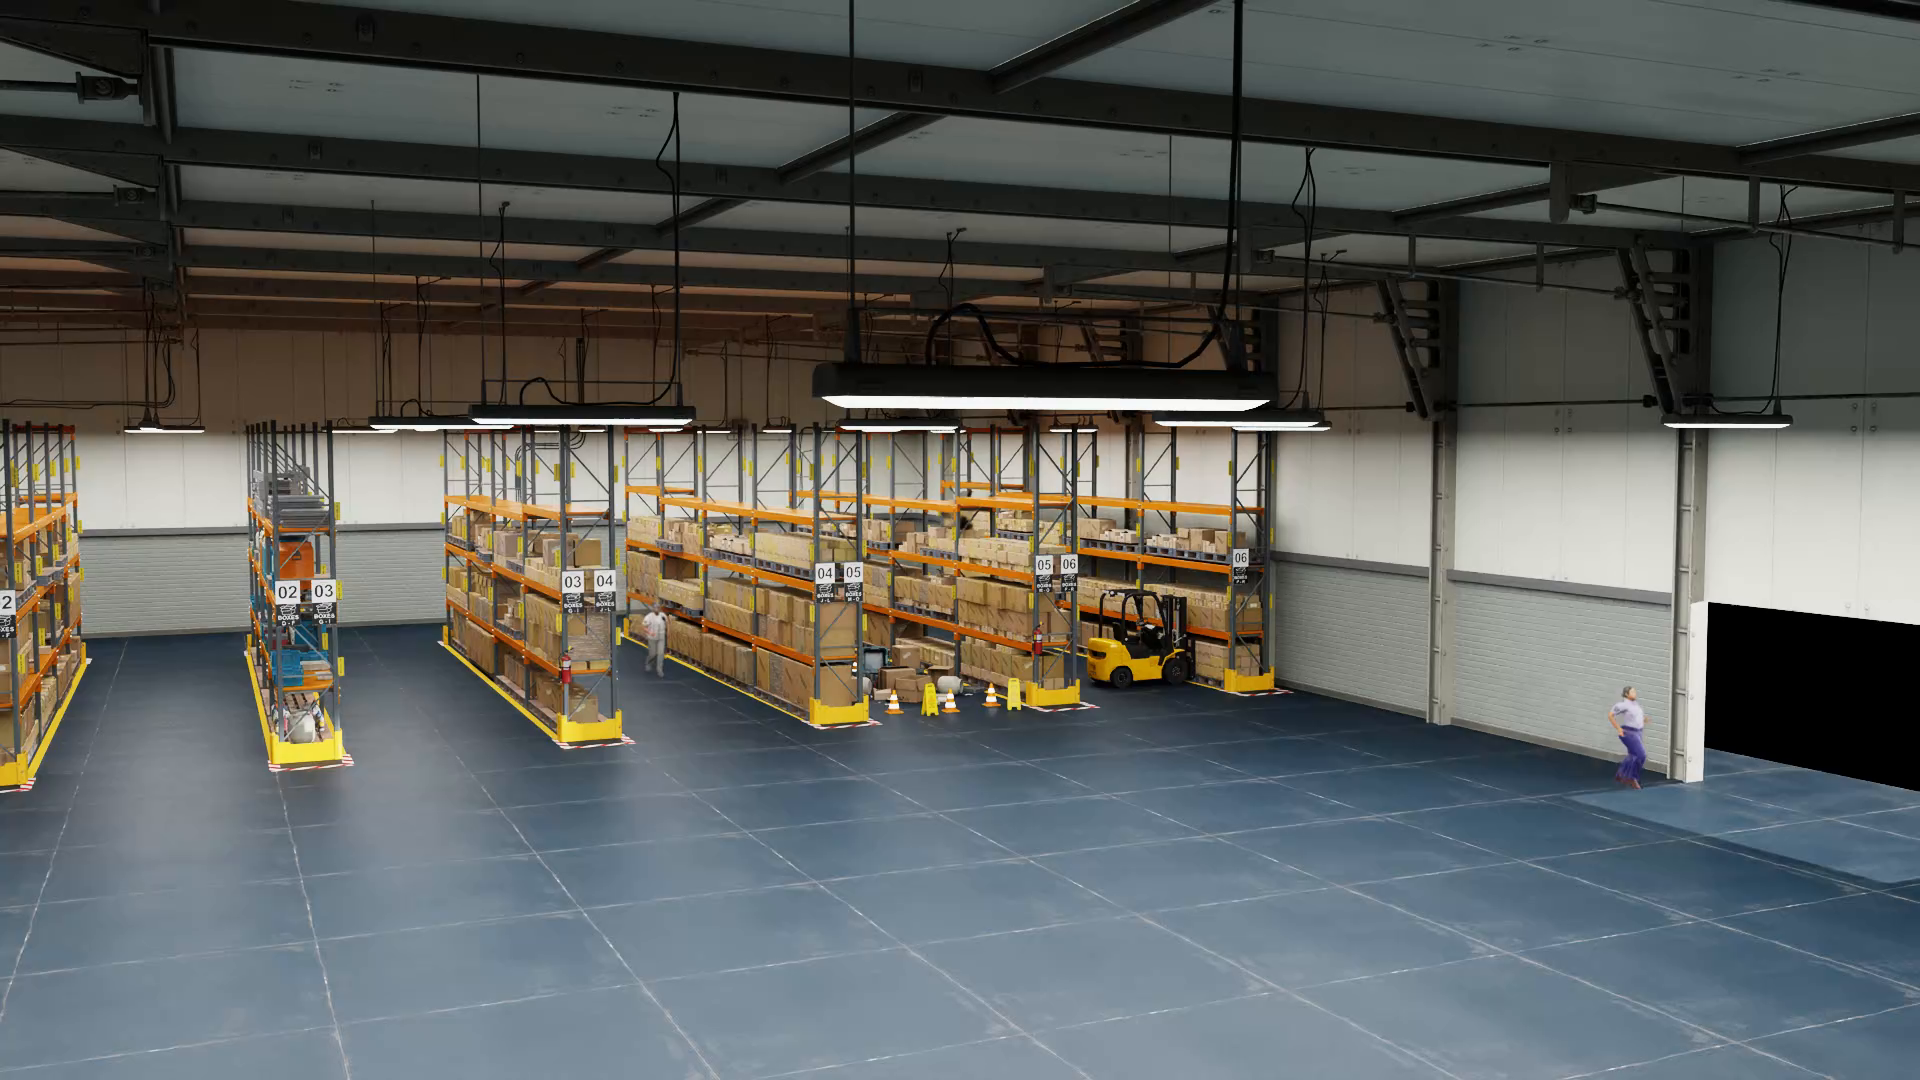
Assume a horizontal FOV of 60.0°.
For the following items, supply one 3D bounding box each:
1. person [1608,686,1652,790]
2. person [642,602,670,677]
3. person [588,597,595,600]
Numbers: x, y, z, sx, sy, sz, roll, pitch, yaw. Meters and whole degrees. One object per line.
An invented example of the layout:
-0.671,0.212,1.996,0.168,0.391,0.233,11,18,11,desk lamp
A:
10.951,3.226,27.072,0.578,1.686,0.611,-3,5,-43,person
-7.287,2.357,39.914,0.689,1.781,0.794,-2,4,-27,person
-10.052,2.066,45.725,0.529,1.645,0.681,-2,4,-29,person
